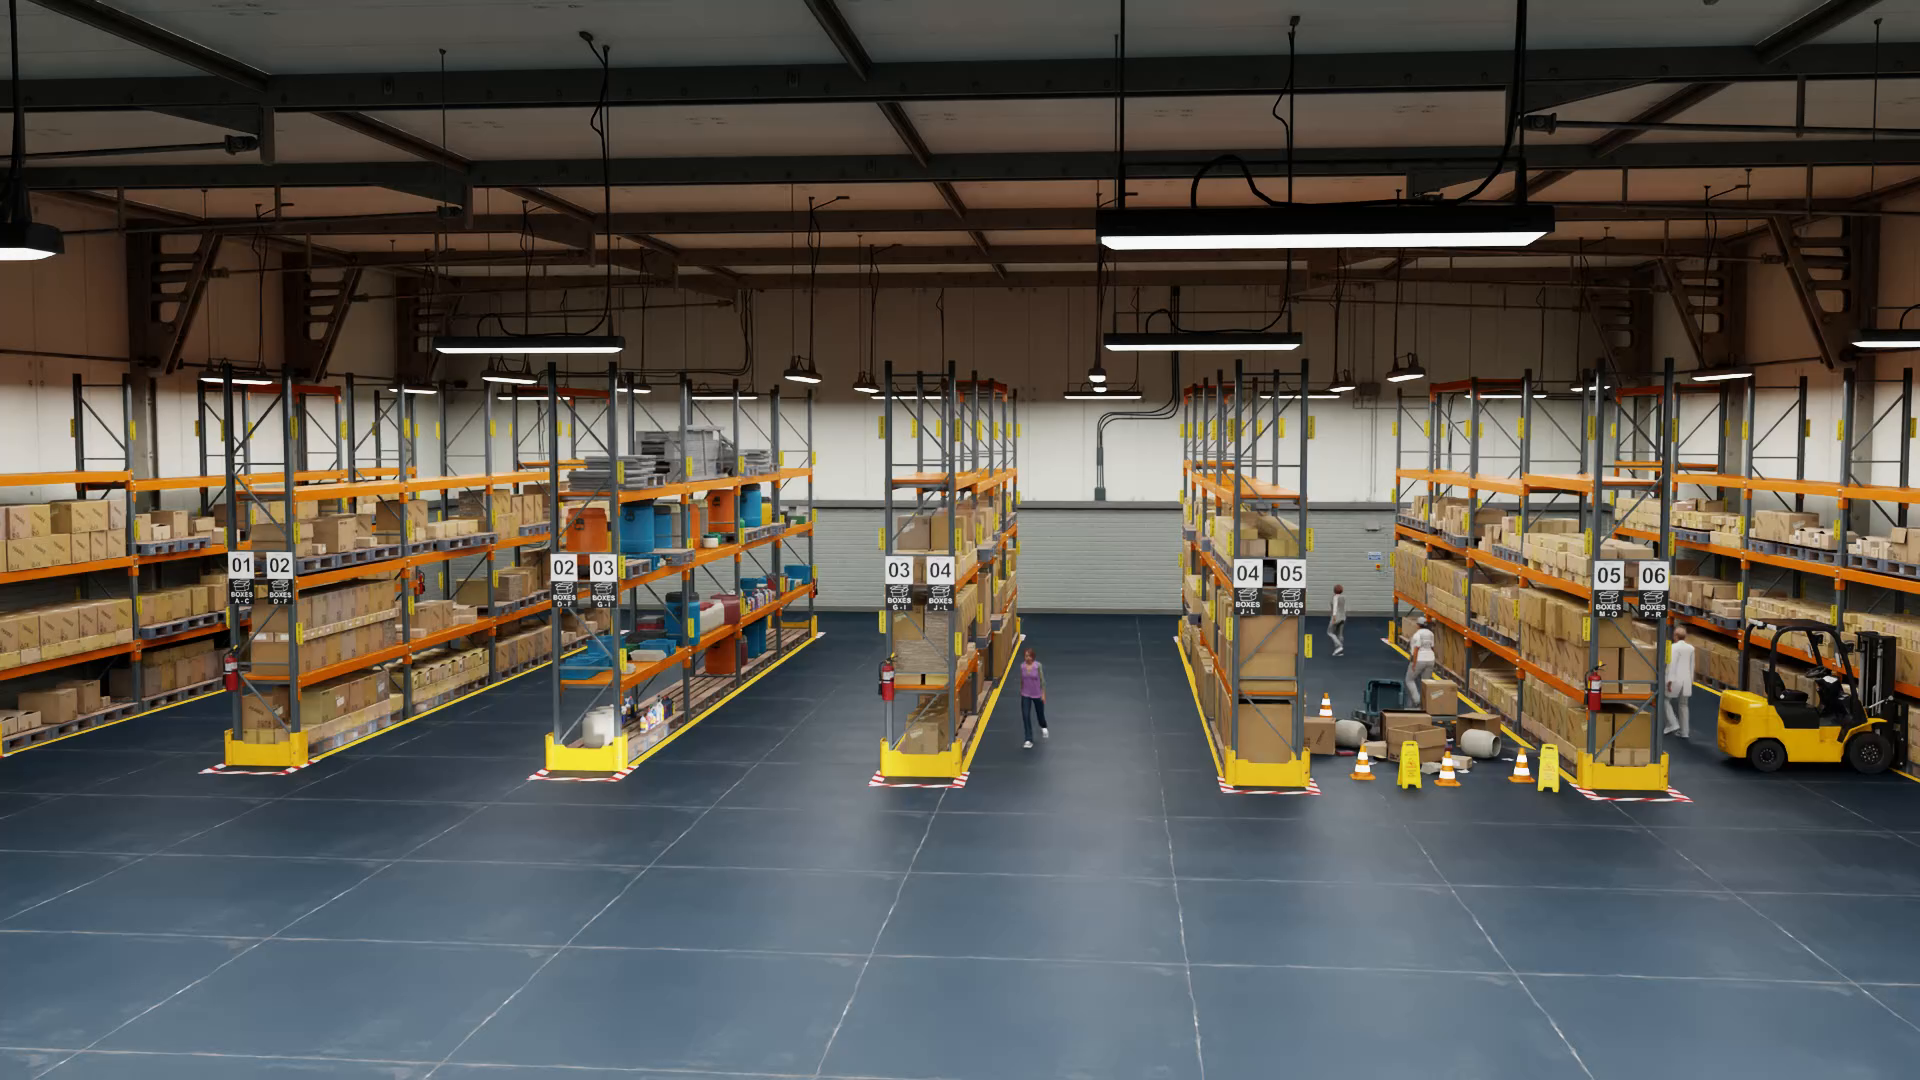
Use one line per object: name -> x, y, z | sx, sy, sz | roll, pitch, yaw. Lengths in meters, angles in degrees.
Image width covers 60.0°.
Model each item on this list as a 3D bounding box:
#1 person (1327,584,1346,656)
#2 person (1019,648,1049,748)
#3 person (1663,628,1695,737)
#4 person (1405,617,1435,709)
person -> 8.411, 1.779, 36.886 | 0.460, 1.598, 0.415 | -3, 5, -40
person -> 1.168, 2.475, 26.449 | 0.442, 1.559, 0.843 | 1, 4, 15
person -> 11.739, 2.325, 27.110 | 0.591, 1.779, 0.549 | -1, 4, -9
person -> 8.282, 2.227, 29.865 | 0.529, 1.699, 0.422 | -2, 4, -27
